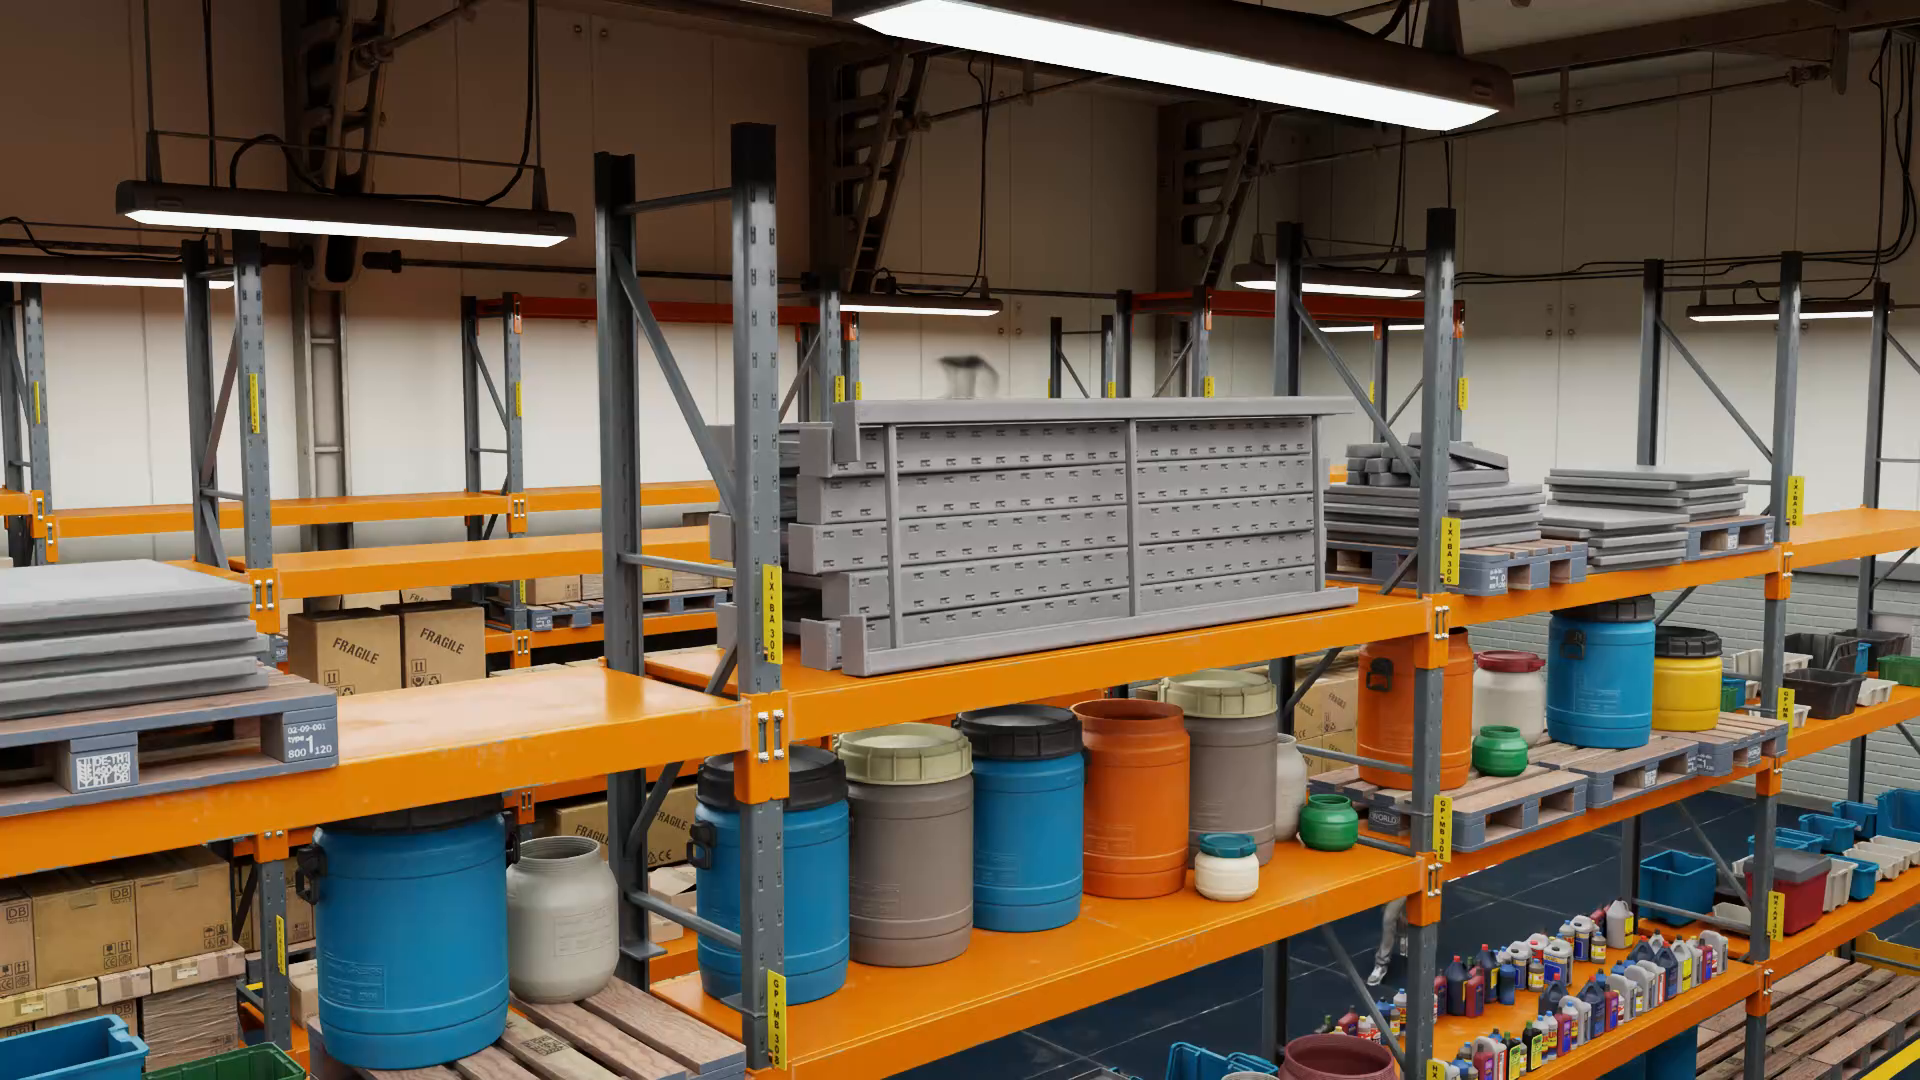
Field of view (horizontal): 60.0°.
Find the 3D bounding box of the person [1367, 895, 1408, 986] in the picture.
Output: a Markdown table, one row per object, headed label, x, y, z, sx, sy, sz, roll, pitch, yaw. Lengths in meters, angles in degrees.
| label | x | y | z | sx | sy | sz | roll | pitch | yaw |
| --- | --- | --- | --- | --- | --- | --- | --- | --- | --- |
| person | 3.781 | 2.987 | 14.530 | 0.537 | 1.609 | 0.875 | 5 | 7 | 43 |
